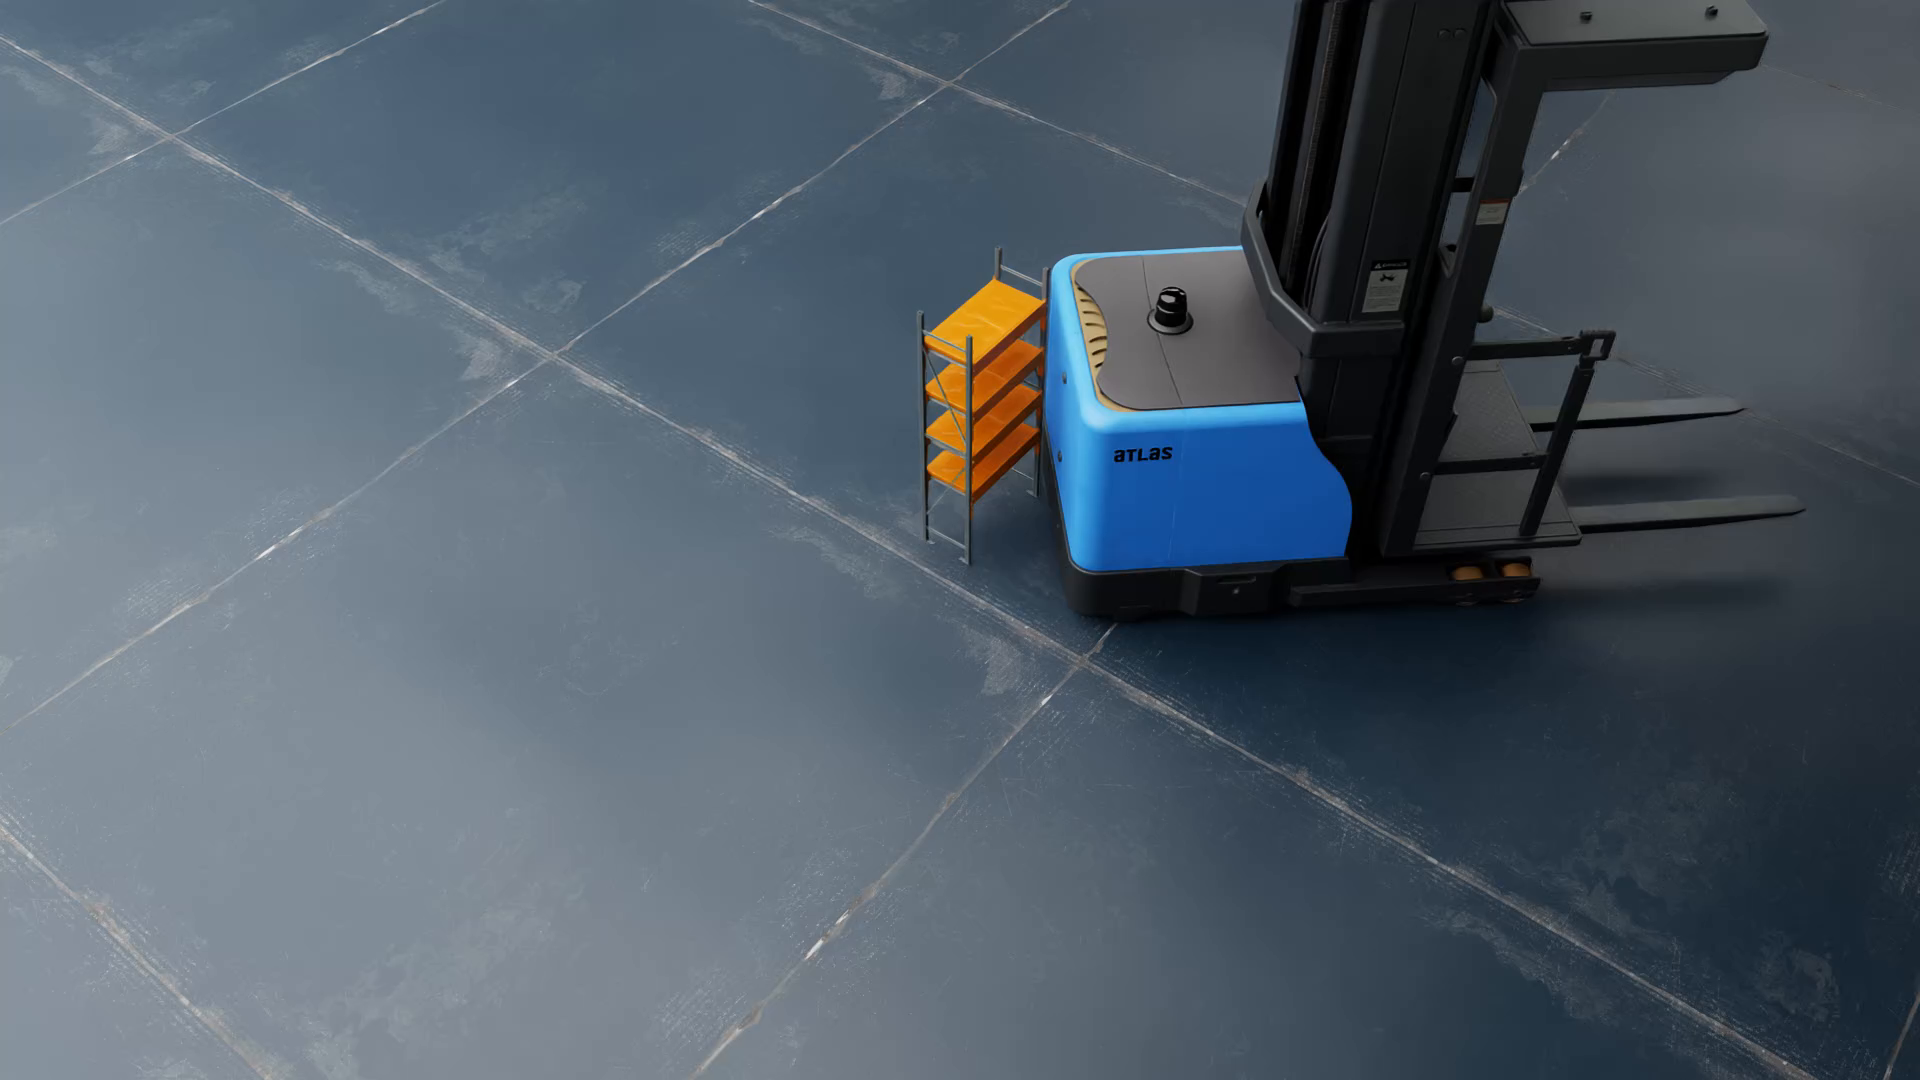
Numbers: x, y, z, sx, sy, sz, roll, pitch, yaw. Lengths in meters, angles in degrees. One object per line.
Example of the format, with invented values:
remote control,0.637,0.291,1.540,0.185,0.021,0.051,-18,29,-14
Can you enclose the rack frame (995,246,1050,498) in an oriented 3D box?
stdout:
rack frame,0.235,-0.649,6.705,0.240,1.200,0.015,28,52,24

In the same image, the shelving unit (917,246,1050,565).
shelving unit,0.090,-0.507,6.569,0.258,1.200,0.503,28,52,24

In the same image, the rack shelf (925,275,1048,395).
rack shelf,0.090,-0.779,6.285,0.258,0.148,0.480,28,52,24

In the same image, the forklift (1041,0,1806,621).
forklift,1.890,-1.130,5.967,3.031,2.935,1.130,-4,46,-3

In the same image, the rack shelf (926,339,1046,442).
rack shelf,0.090,-0.615,6.456,0.258,0.148,0.480,28,52,24

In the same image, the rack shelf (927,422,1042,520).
rack shelf,0.090,-0.323,6.762,0.258,0.148,0.480,28,52,24

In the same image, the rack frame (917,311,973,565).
rack frame,-0.055,-0.365,6.434,0.240,1.200,0.015,28,52,24

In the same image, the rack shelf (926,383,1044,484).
rack shelf,0.090,-0.461,6.618,0.258,0.148,0.480,28,52,24
